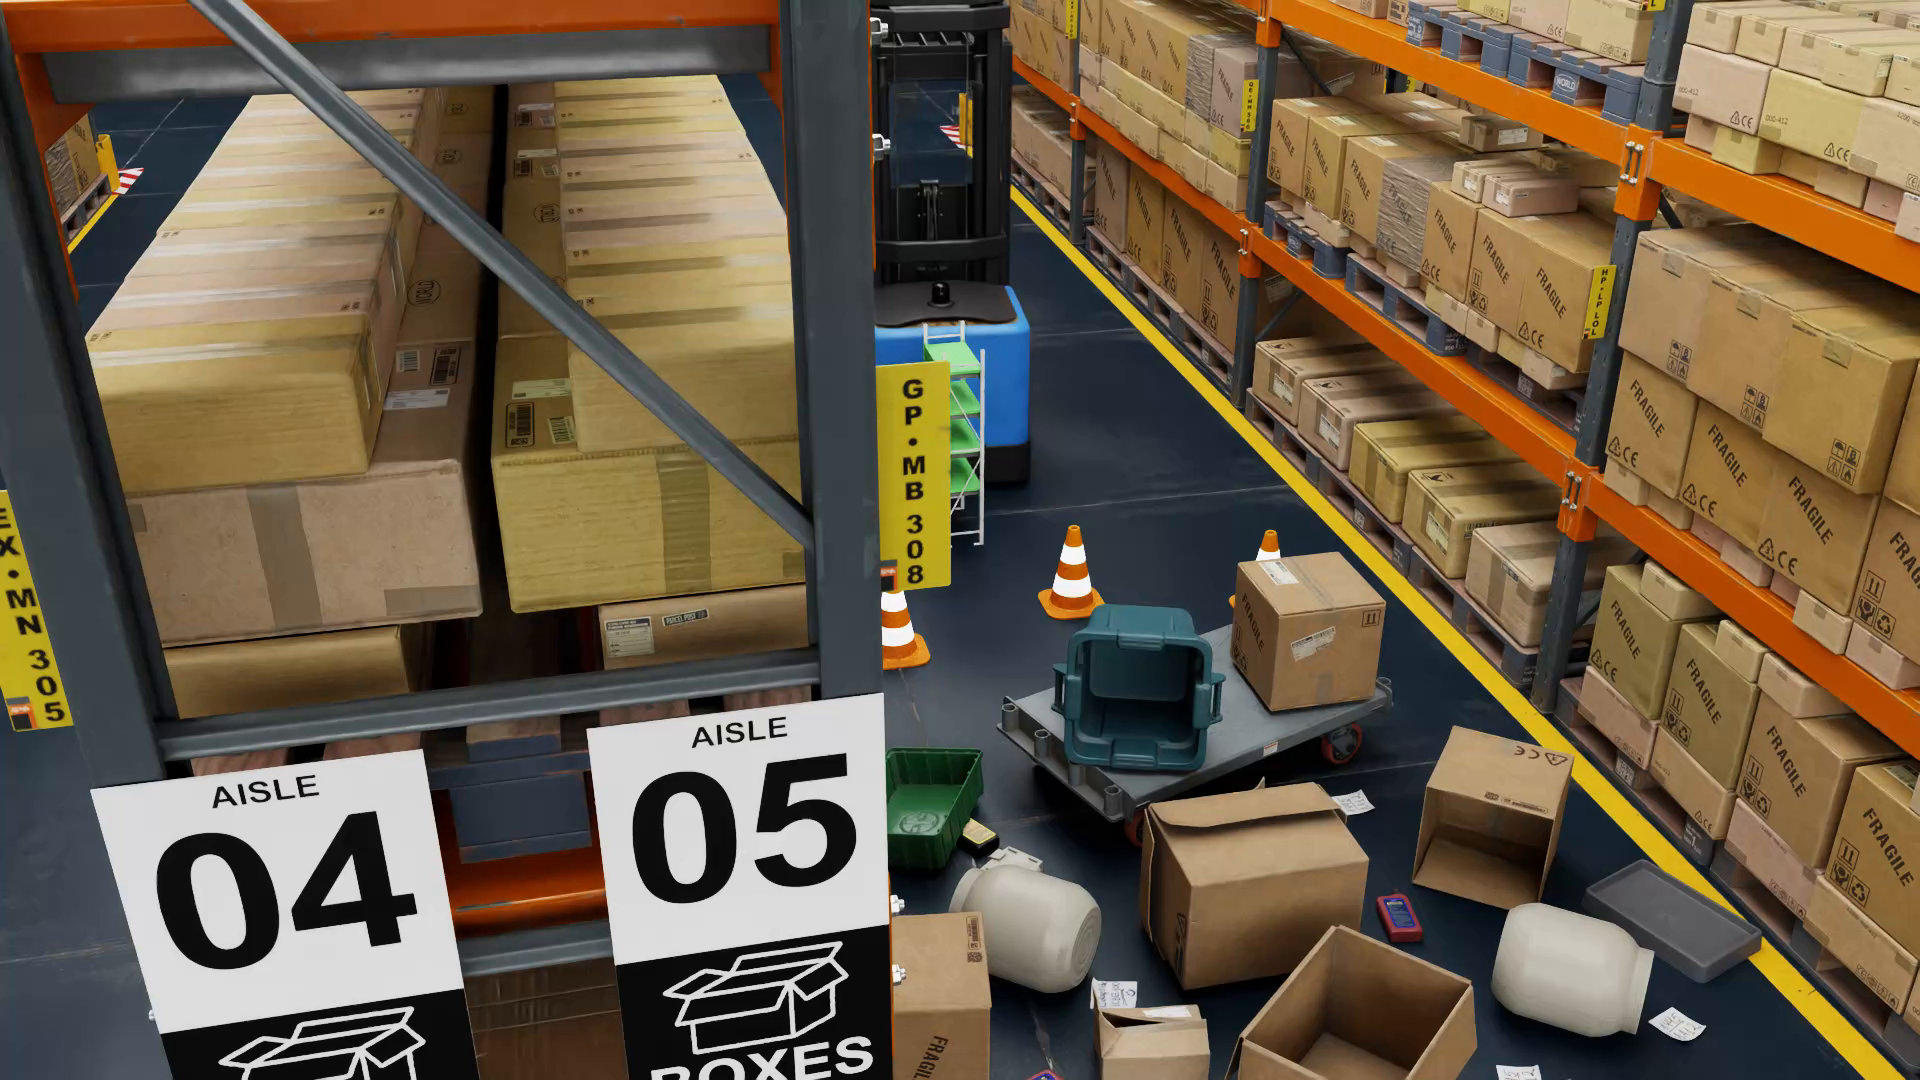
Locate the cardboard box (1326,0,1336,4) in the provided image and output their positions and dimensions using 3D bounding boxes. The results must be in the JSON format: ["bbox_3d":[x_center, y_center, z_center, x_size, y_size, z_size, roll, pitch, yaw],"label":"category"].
[{"bbox_3d":[2.356,-3.331,9.842,0.396,0.266,0.258,-6,27,-12],"label":"cardboard box"}]

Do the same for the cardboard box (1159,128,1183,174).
[{"bbox_3d":[1.798,-2.894,12.321,0.500,0.250,0.500,-6,27,-12],"label":"cardboard box"}]

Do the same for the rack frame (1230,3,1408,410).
[{"bbox_3d":[2.393,-2.320,11.017,1.000,3.000,0.127,-6,27,-12],"label":"rack frame"}]

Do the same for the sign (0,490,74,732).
[{"bbox_3d":[-1.136,0.089,2.021,0.100,0.325,0.005,-6,27,-12],"label":"sign"}]

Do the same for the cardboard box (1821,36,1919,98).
[{"bbox_3d":[3.218,-1.629,5.714,0.380,0.149,0.250,-6,27,-12],"label":"cardboard box"}]

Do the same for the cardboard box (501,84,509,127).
[{"bbox_3d":[-1.668,-1.411,5.147,0.500,0.250,0.500,-6,27,-11],"label":"cardboard box"}]

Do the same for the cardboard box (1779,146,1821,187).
[{"bbox_3d":[3.294,-1.411,6.166,0.380,0.149,0.250,-6,27,-12],"label":"cardboard box"}]

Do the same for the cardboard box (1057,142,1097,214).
[{"bbox_3d":[1.455,-3.406,15.547,0.875,0.438,0.875,-6,27,-12],"label":"cardboard box"}]

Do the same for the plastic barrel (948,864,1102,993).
[{"bbox_3d":[0.245,1.475,6.357,0.512,0.421,0.421,13,30,24],"label":"plastic barrel"}]

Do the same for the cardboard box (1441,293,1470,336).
[{"bbox_3d":[2.713,-1.176,8.563,0.380,0.149,0.250,-6,27,-11],"label":"cardboard box"}]

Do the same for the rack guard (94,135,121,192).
[{"bbox_3d":[-9.070,-3.720,16.566,1.175,0.500,0.348,-6,27,-12],"label":"rack guard"}]

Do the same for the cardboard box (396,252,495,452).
[{"bbox_3d":[-1.098,-0.304,2.954,0.500,0.250,0.500,-6,27,-11],"label":"cardboard box"}]

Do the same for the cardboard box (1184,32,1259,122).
[{"bbox_3d":[1.898,-3.236,11.611,0.500,0.500,0.500,-5,27,-11],"label":"cardboard box"}]

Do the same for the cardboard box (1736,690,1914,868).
[{"bbox_3d":[3.412,0.889,6.412,0.500,0.500,0.500,-5,27,-9],"label":"cardboard box"}]

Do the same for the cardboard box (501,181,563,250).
[{"bbox_3d":[-0.693,-0.580,3.501,0.500,0.250,0.500,-6,27,-12],"label":"cardboard box"}]

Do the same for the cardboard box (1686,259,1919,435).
[{"bbox_3d":[3.276,-0.746,6.348,0.700,0.500,0.500,-6,27,-11],"label":"cardboard box"}]

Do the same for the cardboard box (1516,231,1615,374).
[{"bbox_3d":[2.967,-1.108,7.710,0.500,0.500,0.500,-6,27,-13],"label":"cardboard box"}]

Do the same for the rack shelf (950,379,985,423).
[{"bbox_3d":[-0.037,-0.766,9.544,0.258,0.148,0.480,-6,27,-12],"label":"rack shelf"}]

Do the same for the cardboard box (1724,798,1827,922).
[{"bbox_3d":[3.418,1.228,6.573,0.500,0.250,0.500,-6,27,-12],"label":"cardboard box"}]

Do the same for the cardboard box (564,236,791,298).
[{"bbox_3d":[-0.425,-0.365,2.632,0.380,0.149,0.250,-6,27,-11],"label":"cardboard box"}]

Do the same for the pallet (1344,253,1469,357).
[{"bbox_3d":[2.879,-1.369,9.347,1.003,0.211,1.213,-6,27,-12],"label":"pallet"}]

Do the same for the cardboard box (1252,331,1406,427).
[{"bbox_3d":[2.511,-1.085,11.021,0.950,0.372,0.625,-8,28,-15],"label":"cardboard box"}]

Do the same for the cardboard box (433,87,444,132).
[{"bbox_3d":[-1.466,-1.079,4.047,0.380,0.149,0.250,-6,27,-12],"label":"cardboard box"}]

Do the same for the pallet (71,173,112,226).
[{"bbox_3d":[-8.808,-3.238,15.930,1.003,0.211,1.213,-6,27,-12],"label":"pallet"}]

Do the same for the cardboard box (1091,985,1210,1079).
[{"bbox_3d":[0.676,1.771,5.946,0.396,0.266,0.258,-1,27,-3],"label":"cardboard box"}]

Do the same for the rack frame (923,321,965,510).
[{"bbox_3d":[-0.092,-0.715,9.836,0.240,1.200,0.015,-6,27,-12],"label":"rack frame"}]

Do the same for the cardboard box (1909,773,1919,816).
[{"bbox_3d":[3.502,0.902,5.668,0.380,0.149,0.250,-5,27,-9],"label":"cardboard box"}]

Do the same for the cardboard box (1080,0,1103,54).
[{"bbox_3d":[1.311,-4.345,13.808,0.500,0.500,0.500,-6,27,-11],"label":"cardboard box"}]

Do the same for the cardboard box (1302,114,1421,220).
[{"bbox_3d":[2.393,-2.236,9.943,0.500,0.500,0.500,-5,27,-9],"label":"cardboard box"}]

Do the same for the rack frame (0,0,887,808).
[{"bbox_3d":[-0.604,-0.939,1.624,1.000,3.000,0.127,-6,27,-12],"label":"rack frame"}]

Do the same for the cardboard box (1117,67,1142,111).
[{"bbox_3d":[1.549,-3.560,13.086,0.500,0.250,0.500,-6,27,-11],"label":"cardboard box"}]

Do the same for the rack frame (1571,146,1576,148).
[{"bbox_3d":[6.327,-4.582,15.498,1.000,3.000,0.127,-6,27,-12],"label":"rack frame"}]

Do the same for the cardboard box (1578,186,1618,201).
[{"bbox_3d":[3.257,-1.602,8.688,0.500,0.500,0.500,-6,27,-12],"label":"cardboard box"}]

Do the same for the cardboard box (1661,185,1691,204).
[{"bbox_3d":[6.454,-2.966,14.605,0.500,0.500,0.500,-7,28,-13],"label":"cardboard box"}]

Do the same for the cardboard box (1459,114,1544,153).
[{"bbox_3d":[3.037,-2.285,9.321,0.380,0.149,0.250,-7,28,-14],"label":"cardboard box"}]

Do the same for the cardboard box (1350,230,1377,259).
[{"bbox_3d":[2.505,-1.761,9.722,0.380,0.149,0.250,-4,27,-9],"label":"cardboard box"}]

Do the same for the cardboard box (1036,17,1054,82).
[{"bbox_3d":[1.017,-4.524,15.272,0.500,0.500,0.500,-7,28,-13],"label":"cardboard box"}]

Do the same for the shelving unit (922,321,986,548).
[{"bbox_3d":[-0.037,-0.608,9.624,0.258,1.200,0.503,-6,27,-12],"label":"shelving unit"}]

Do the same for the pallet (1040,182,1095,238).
[{"bbox_3d":[1.397,-3.173,15.802,1.003,0.211,1.213,-6,27,-12],"label":"pallet"}]

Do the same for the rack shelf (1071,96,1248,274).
[{"bbox_3d":[1.942,-2.877,12.919,1.077,0.370,4.000,-6,27,-12],"label":"rack shelf"}]

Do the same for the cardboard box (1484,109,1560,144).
[{"bbox_3d":[5.860,-4.296,17.241,0.700,0.500,0.500,-7,28,-14],"label":"cardboard box"}]

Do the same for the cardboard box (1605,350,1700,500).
[{"bbox_3d":[3.122,-0.520,7.010,0.500,0.500,0.500,-6,27,-12],"label":"cardboard box"}]

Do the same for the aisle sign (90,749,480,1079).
[{"bbox_3d":[-0.880,0.640,2.268,0.394,0.787,0.004,-6,27,-12],"label":"aisle sign"}]

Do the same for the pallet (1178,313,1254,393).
[{"bbox_3d":[2.289,-1.429,12.347,1.003,0.211,1.213,-6,27,-12],"label":"pallet"}]

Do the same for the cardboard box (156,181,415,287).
[{"bbox_3d":[-1.183,-0.525,2.949,0.380,0.149,0.250,-5,27,-11],"label":"cardboard box"}]

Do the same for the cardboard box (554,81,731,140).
[{"bbox_3d":[-0.712,-0.925,3.742,0.380,0.149,0.250,-6,27,-11],"label":"cardboard box"}]

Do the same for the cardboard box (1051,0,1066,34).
[{"bbox_3d":[1.116,-4.746,14.603,0.500,0.500,0.500,-6,27,-12],"label":"cardboard box"}]

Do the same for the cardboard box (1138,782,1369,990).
[{"bbox_3d":[1.115,1.322,6.421,0.797,0.637,0.503,-6,27,-12],"label":"cardboard box"}]

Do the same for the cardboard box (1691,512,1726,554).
[{"bbox_3d":[3.250,-0.062,6.822,0.380,0.149,0.250,-6,27,-12],"label":"cardboard box"}]

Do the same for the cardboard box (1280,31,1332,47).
[{"bbox_3d":[2.399,-3.269,11.677,0.500,0.500,0.500,-6,27,-11],"label":"cardboard box"}]

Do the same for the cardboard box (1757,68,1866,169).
[{"bbox_3d":[3.252,-1.522,5.945,0.500,0.250,0.500,-6,27,-12],"label":"cardboard box"}]

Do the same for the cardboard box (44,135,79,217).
[{"bbox_3d":[-8.638,-3.392,15.034,0.875,0.875,0.875,-6,27,-12],"label":"cardboard box"}]

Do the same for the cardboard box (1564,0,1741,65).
[{"bbox_3d":[3.022,-2.265,7.280,0.500,0.250,0.500,-6,28,-13],"label":"cardboard box"}]

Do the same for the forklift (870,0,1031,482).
[{"bbox_3d":[-0.245,-2.267,10.988,1.130,2.935,3.031,-3,27,-6],"label":"forklift"}]
